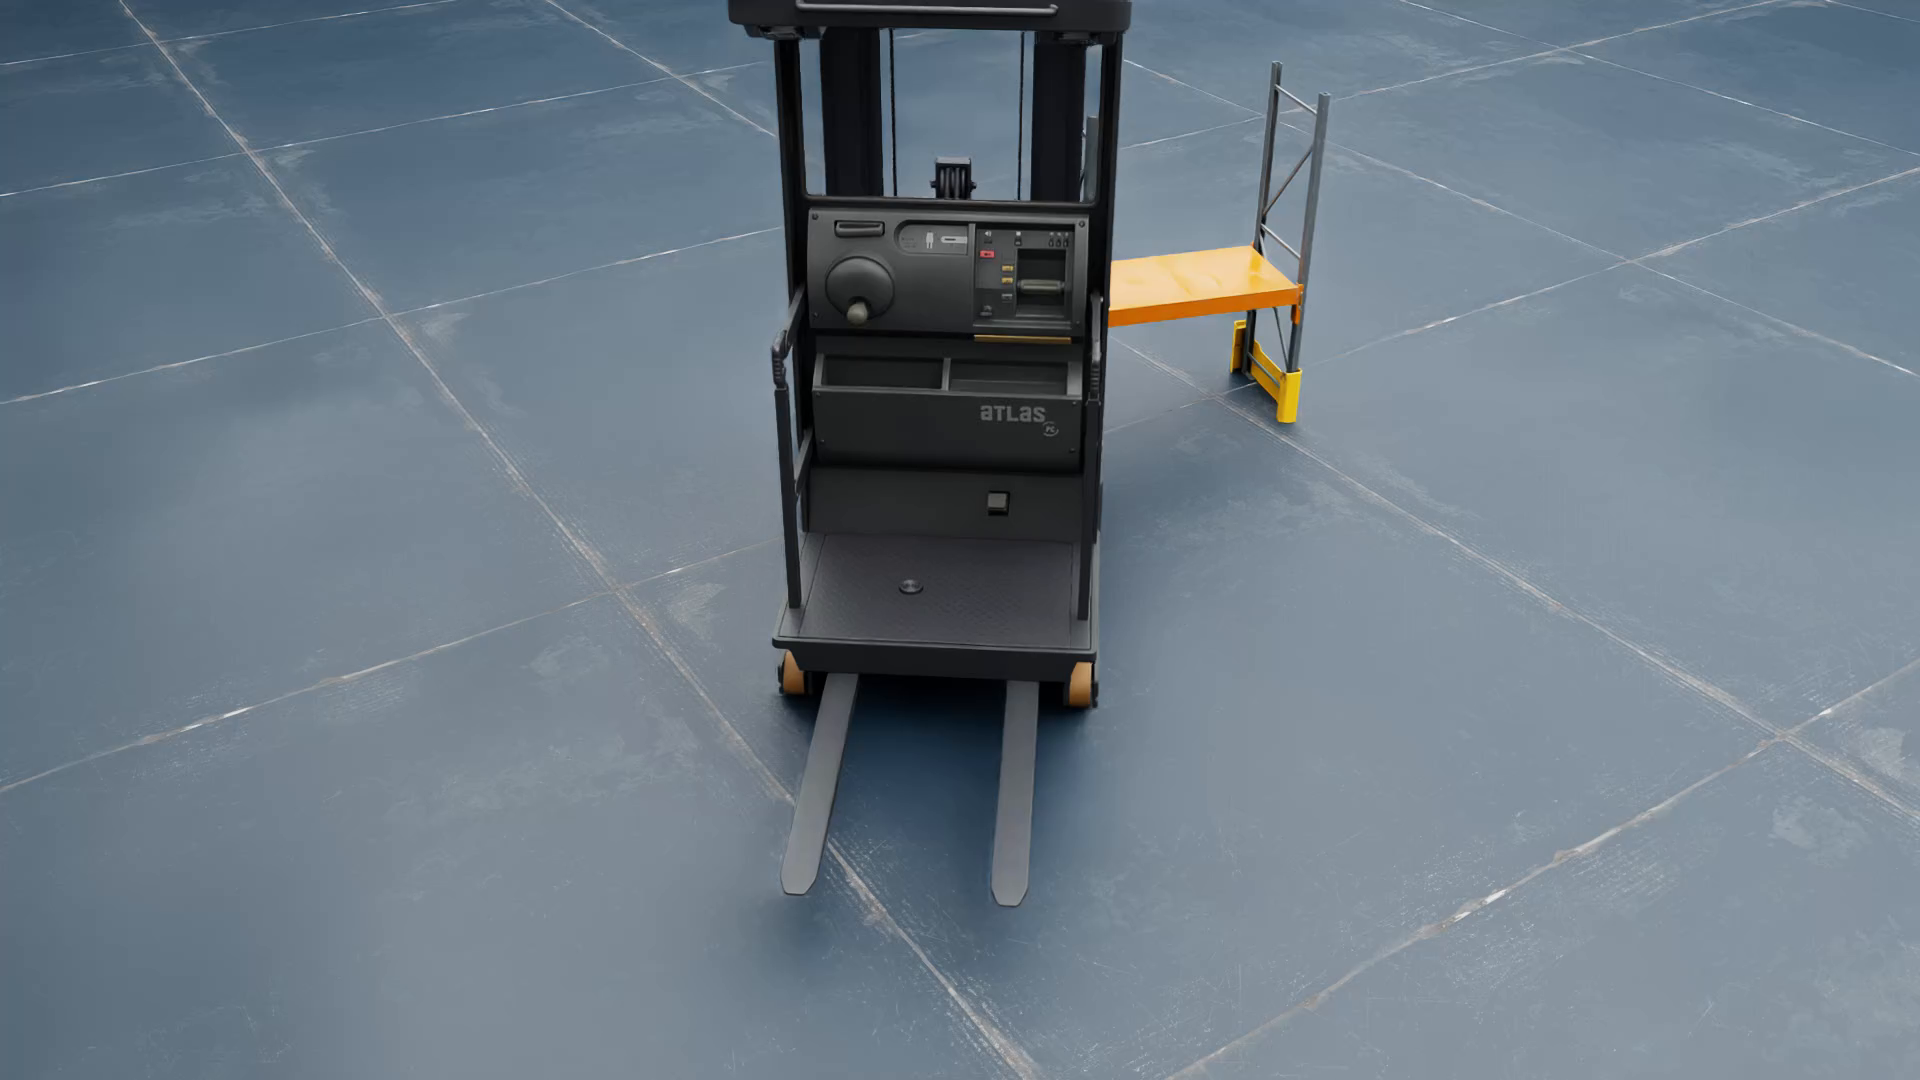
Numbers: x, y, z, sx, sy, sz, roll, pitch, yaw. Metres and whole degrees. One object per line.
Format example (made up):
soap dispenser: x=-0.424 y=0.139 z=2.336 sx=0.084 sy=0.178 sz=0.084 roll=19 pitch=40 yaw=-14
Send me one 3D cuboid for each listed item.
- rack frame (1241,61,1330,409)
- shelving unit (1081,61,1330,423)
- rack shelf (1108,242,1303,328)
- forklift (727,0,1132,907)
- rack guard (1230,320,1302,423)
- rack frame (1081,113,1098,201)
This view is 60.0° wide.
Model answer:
rack frame: x=1.442 y=-1.324 z=7.443 sx=0.032 sy=1.500 sz=0.500 roll=-9 pitch=33 yaw=-13
shelving unit: x=0.944 y=-1.248 z=7.323 sx=1.083 sy=1.500 sz=0.587 roll=-9 pitch=33 yaw=-13
rack shelf: x=0.953 y=-1.097 z=7.421 sx=1.000 sy=0.185 sz=0.538 roll=-9 pitch=33 yaw=-13
forklift: x=-0.056 y=-0.837 z=5.329 sx=1.130 sy=2.935 sz=3.031 roll=2 pitch=32 yaw=4
rack guard: x=1.423 y=-0.792 z=7.771 sx=0.087 sy=0.250 sz=0.587 roll=-9 pitch=33 yaw=-13
rack frame: x=0.464 y=-1.175 z=7.207 sx=0.032 sy=1.500 sz=0.500 roll=-9 pitch=33 yaw=-13
